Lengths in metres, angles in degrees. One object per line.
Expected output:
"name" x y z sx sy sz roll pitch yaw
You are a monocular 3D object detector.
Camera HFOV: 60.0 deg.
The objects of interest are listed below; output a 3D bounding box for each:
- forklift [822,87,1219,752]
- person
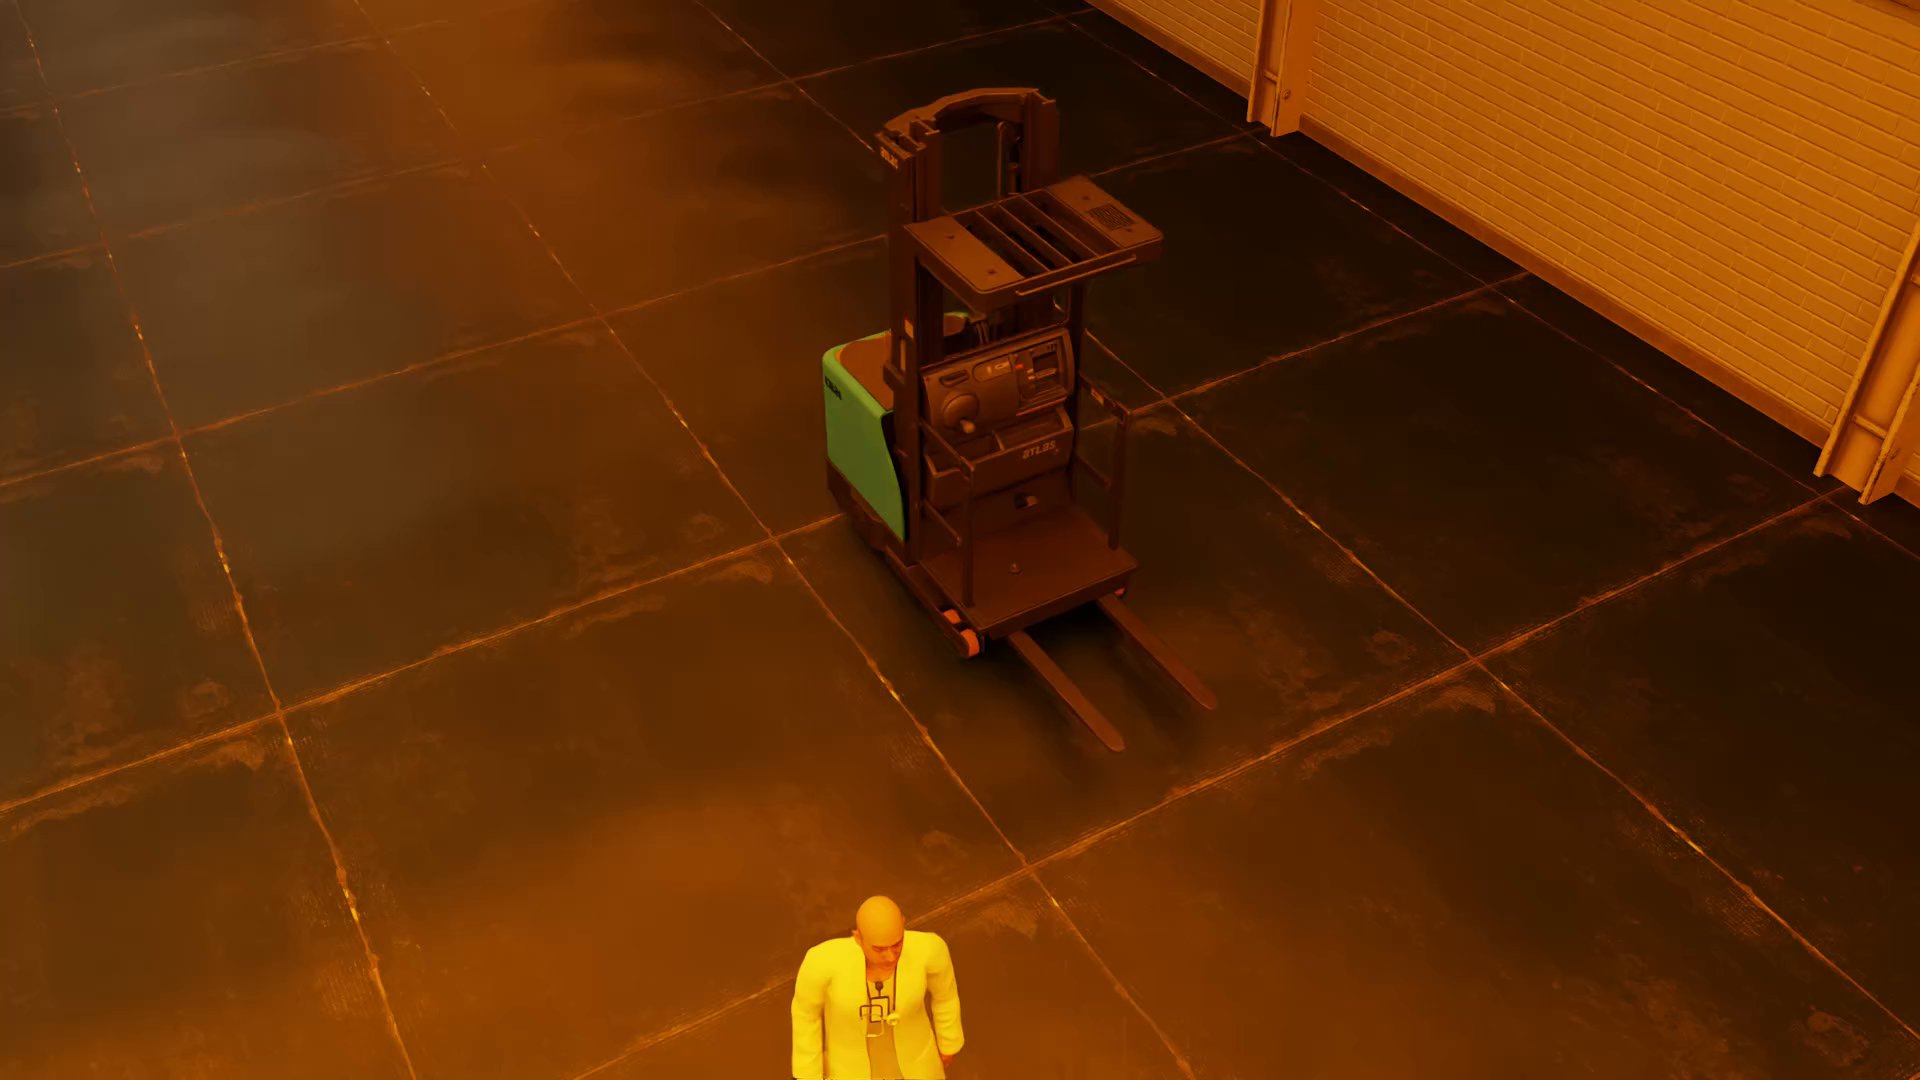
"forklift" 0.331 -0.792 8.992 1.130 2.935 3.031 -21 44 -23
"person" -0.300 2.086 6.446 0.681 1.799 0.504 -7 40 -9
